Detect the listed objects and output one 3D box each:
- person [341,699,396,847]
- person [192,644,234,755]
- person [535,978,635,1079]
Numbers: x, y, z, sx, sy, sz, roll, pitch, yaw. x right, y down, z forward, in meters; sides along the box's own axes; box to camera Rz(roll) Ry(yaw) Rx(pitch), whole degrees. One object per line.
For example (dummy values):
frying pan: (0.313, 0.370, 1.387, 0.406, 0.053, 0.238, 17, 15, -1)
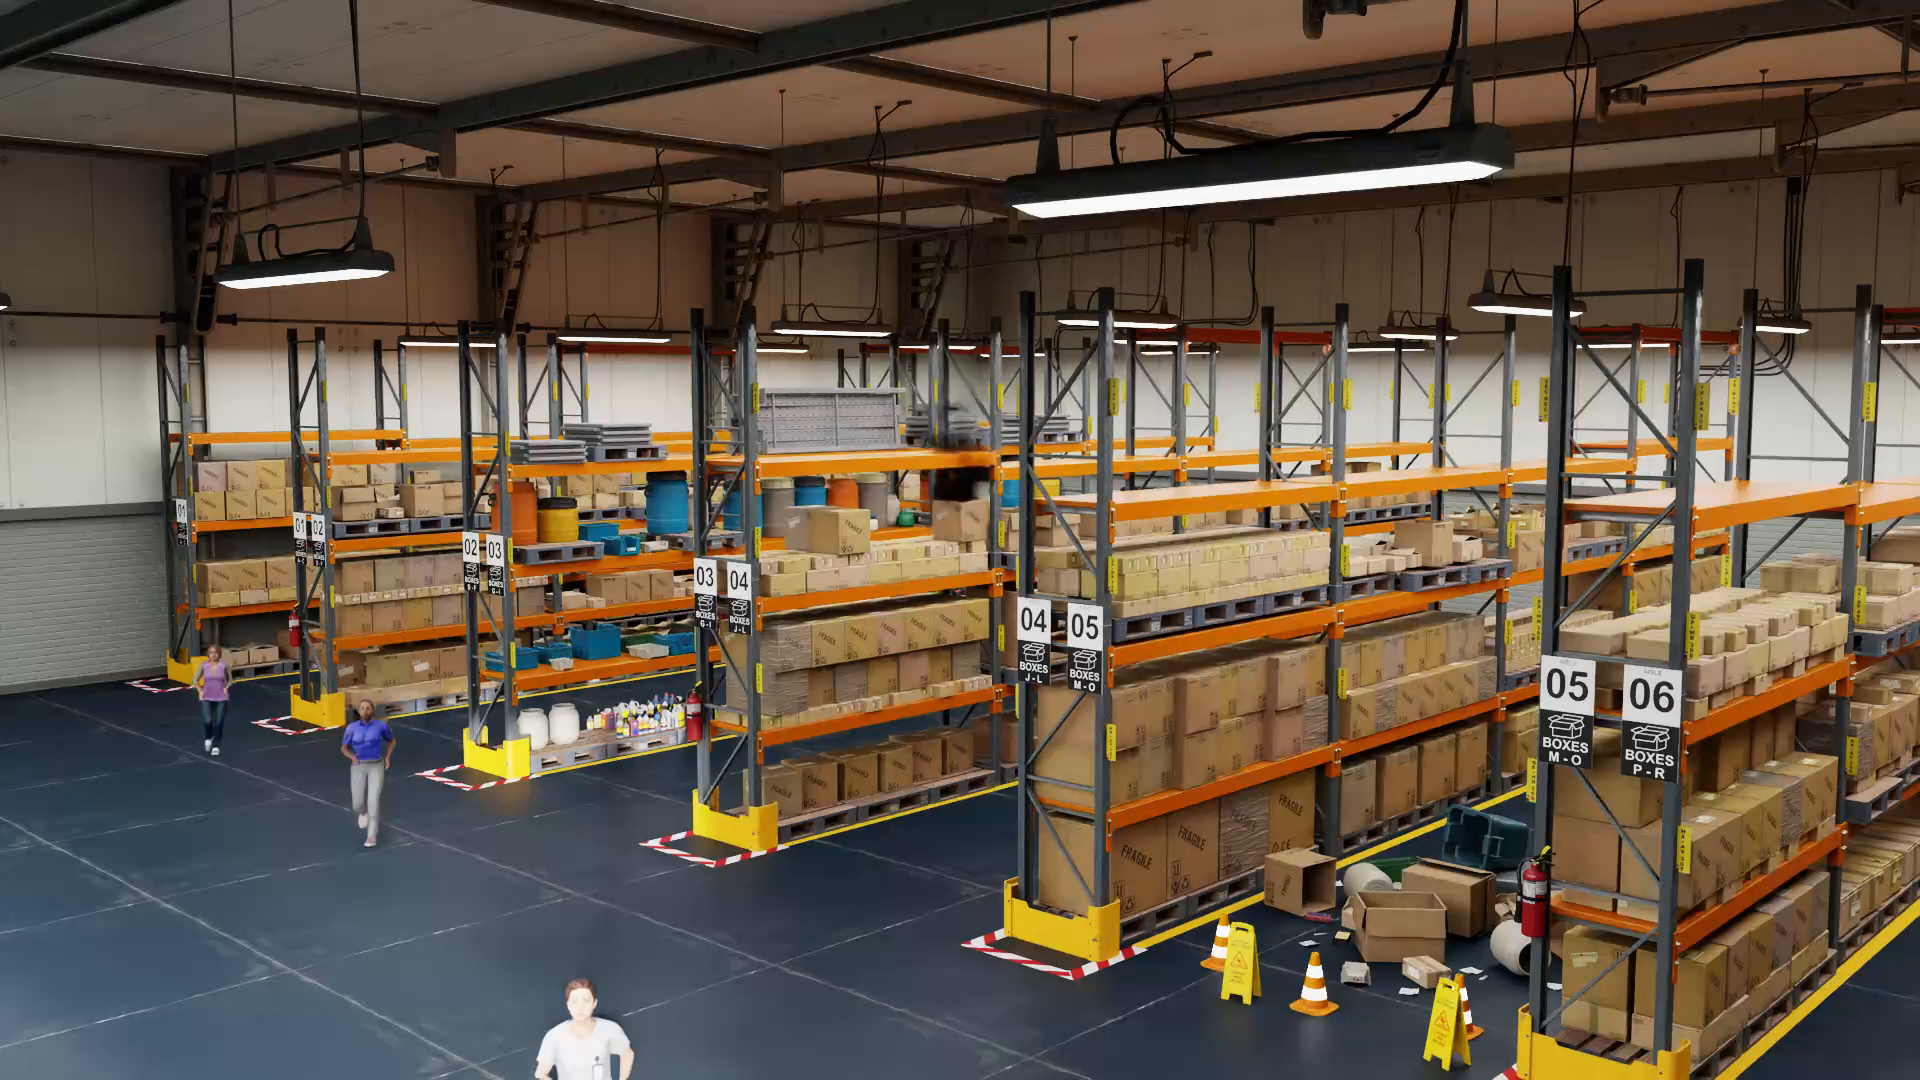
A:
person: (-6.679, 2.600, 18.804, 0.585, 1.605, 0.761, -1, 6, -15)
person: (-10.322, 2.224, 23.009, 0.518, 1.555, 0.521, -3, 6, -26)
person: (-2.232, 3.417, 9.920, 0.576, 1.637, 0.833, -1, 5, -9)
